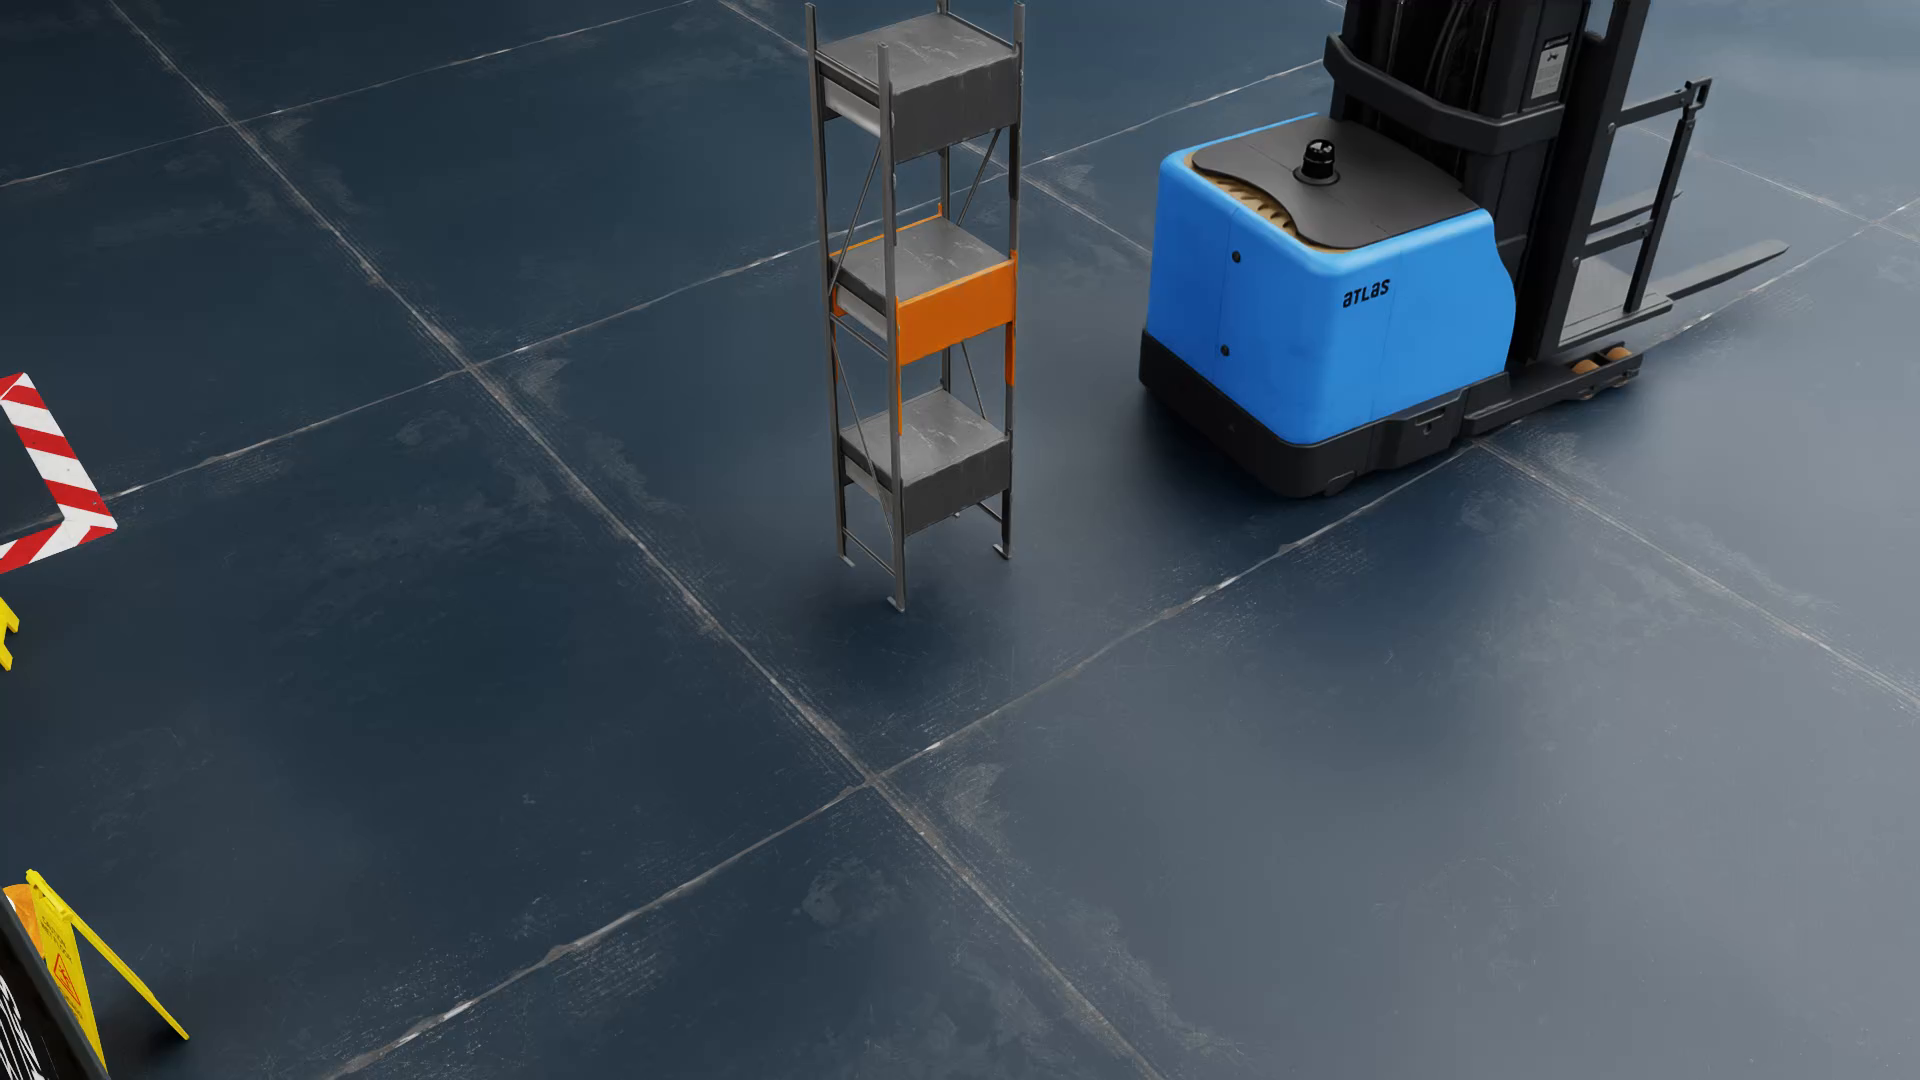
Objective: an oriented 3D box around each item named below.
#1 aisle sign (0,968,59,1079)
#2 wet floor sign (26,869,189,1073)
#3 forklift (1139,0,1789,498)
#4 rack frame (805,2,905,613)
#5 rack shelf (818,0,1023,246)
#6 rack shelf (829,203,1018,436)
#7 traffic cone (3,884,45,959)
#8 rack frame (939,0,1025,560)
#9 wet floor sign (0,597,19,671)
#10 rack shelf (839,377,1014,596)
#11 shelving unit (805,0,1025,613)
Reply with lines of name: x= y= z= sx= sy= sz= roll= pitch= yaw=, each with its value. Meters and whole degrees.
aisle sign: x=-0.875 y=0.334 z=1.429 sx=0.004 sy=0.787 sz=0.394 roll=-26 pitch=46 yaw=-28
wet floor sign: x=-2.298 y=1.119 z=4.378 sx=0.267 sy=0.644 sz=0.232 roll=30 pitch=48 yaw=31
forklift: x=2.280 y=-1.986 z=6.360 sx=3.031 sy=2.935 sz=1.130 roll=-21 pitch=44 yaw=-23
rack frame: x=-0.325 y=-0.654 z=5.391 sx=0.015 sy=2.100 sz=0.400 roll=-26 pitch=46 yaw=-28
rack shelf: x=-0.131 y=-1.278 z=5.071 sx=0.480 sy=0.518 sz=0.431 roll=-26 pitch=46 yaw=-28
rack shelf: x=-0.131 y=-0.737 z=5.515 sx=0.480 sy=0.518 sz=0.431 roll=-26 pitch=46 yaw=-28
traffic cone: x=-2.820 y=0.988 z=4.681 sx=0.334 sy=0.463 sz=0.336 roll=-26 pitch=46 yaw=-28
rack frame: x=0.062 y=-0.842 z=5.621 sx=0.015 sy=2.100 sz=0.400 roll=-26 pitch=46 yaw=-28
wet floor sign: x=-3.408 y=0.140 z=5.571 sx=0.232 sy=0.644 sz=0.267 roll=-11 pitch=41 yaw=-13
rack shelf: x=-0.131 y=-0.196 z=5.959 sx=0.480 sy=0.518 sz=0.431 roll=-26 pitch=46 yaw=-28
shelving unit: x=-0.131 y=-0.748 z=5.506 sx=0.503 sy=2.100 sz=0.431 roll=-26 pitch=46 yaw=-28
